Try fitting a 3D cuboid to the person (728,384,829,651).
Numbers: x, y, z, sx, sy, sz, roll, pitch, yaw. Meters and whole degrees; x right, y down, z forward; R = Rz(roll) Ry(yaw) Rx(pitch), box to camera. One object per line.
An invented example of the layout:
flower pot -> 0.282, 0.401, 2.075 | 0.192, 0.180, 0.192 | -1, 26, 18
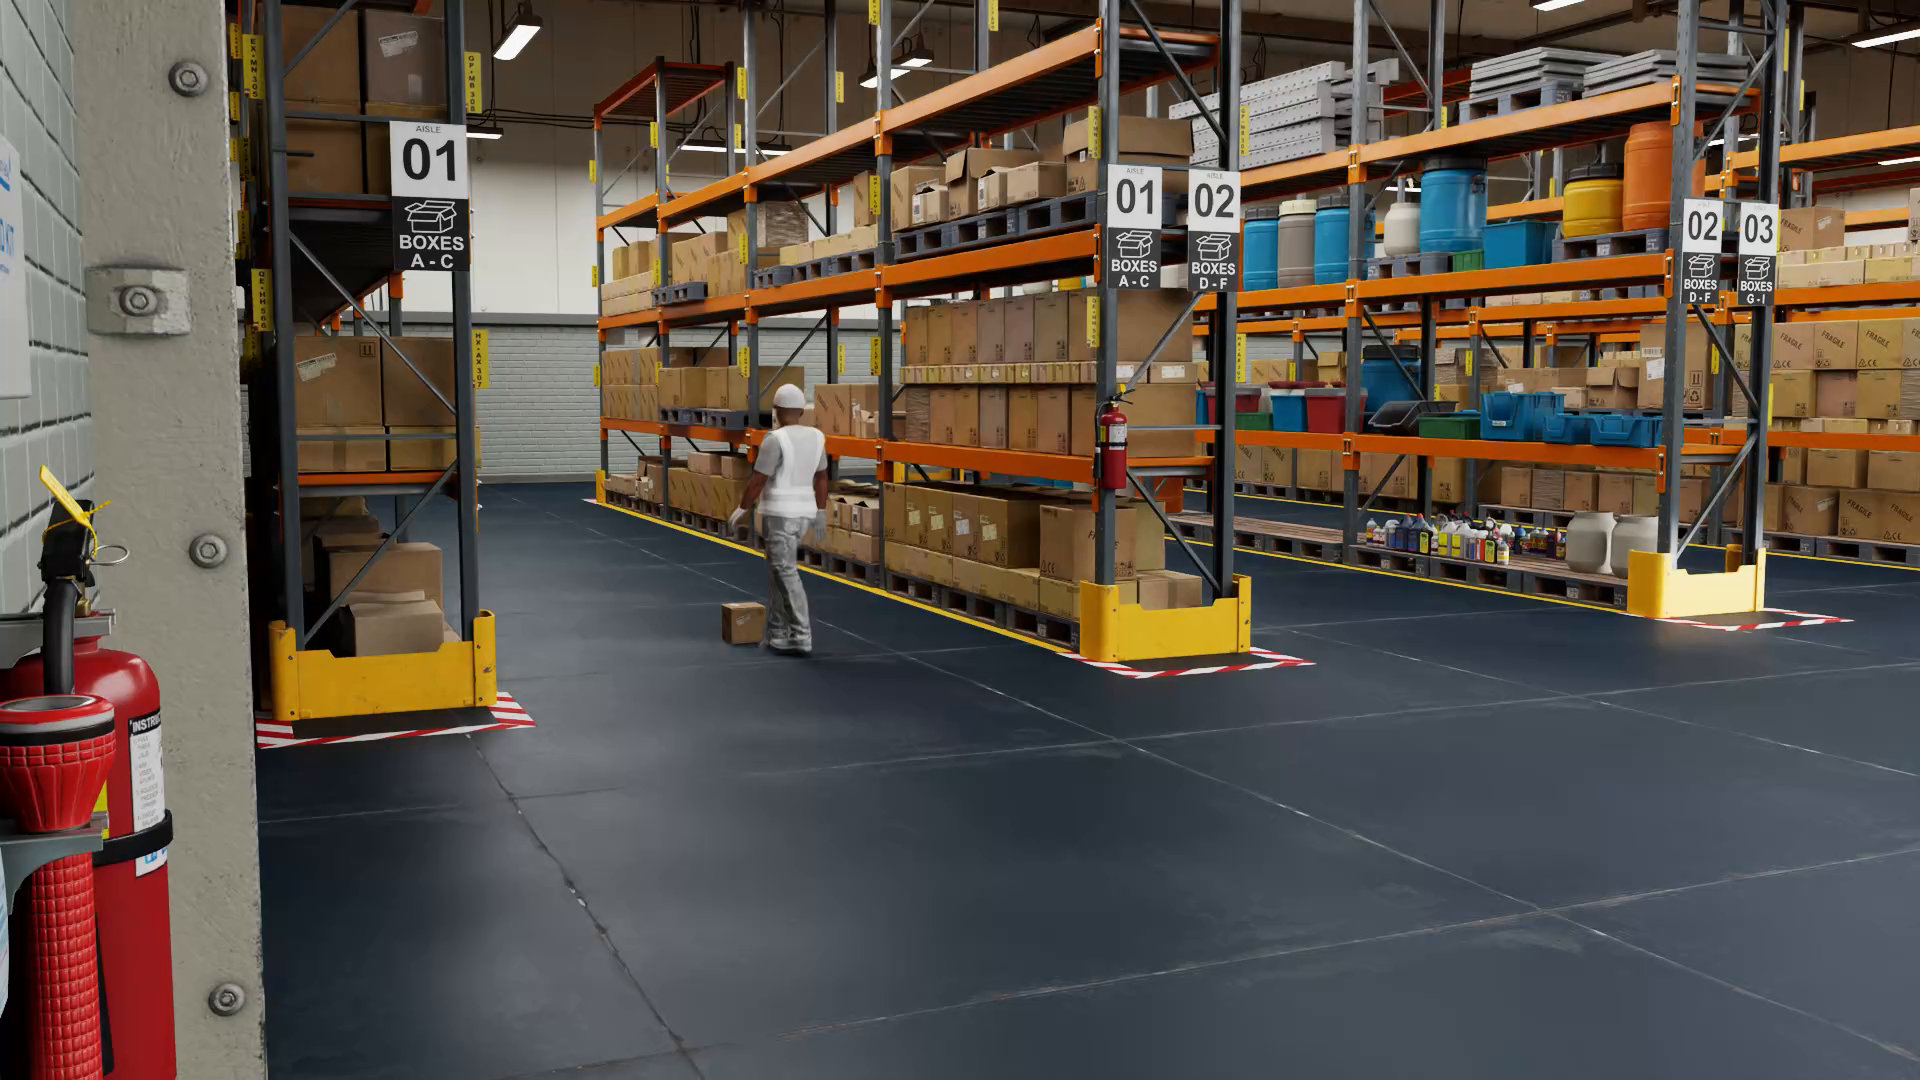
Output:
person -> -1.219, -0.110, 11.123 | 0.566, 1.862, 0.569 | 3, 6, 29
